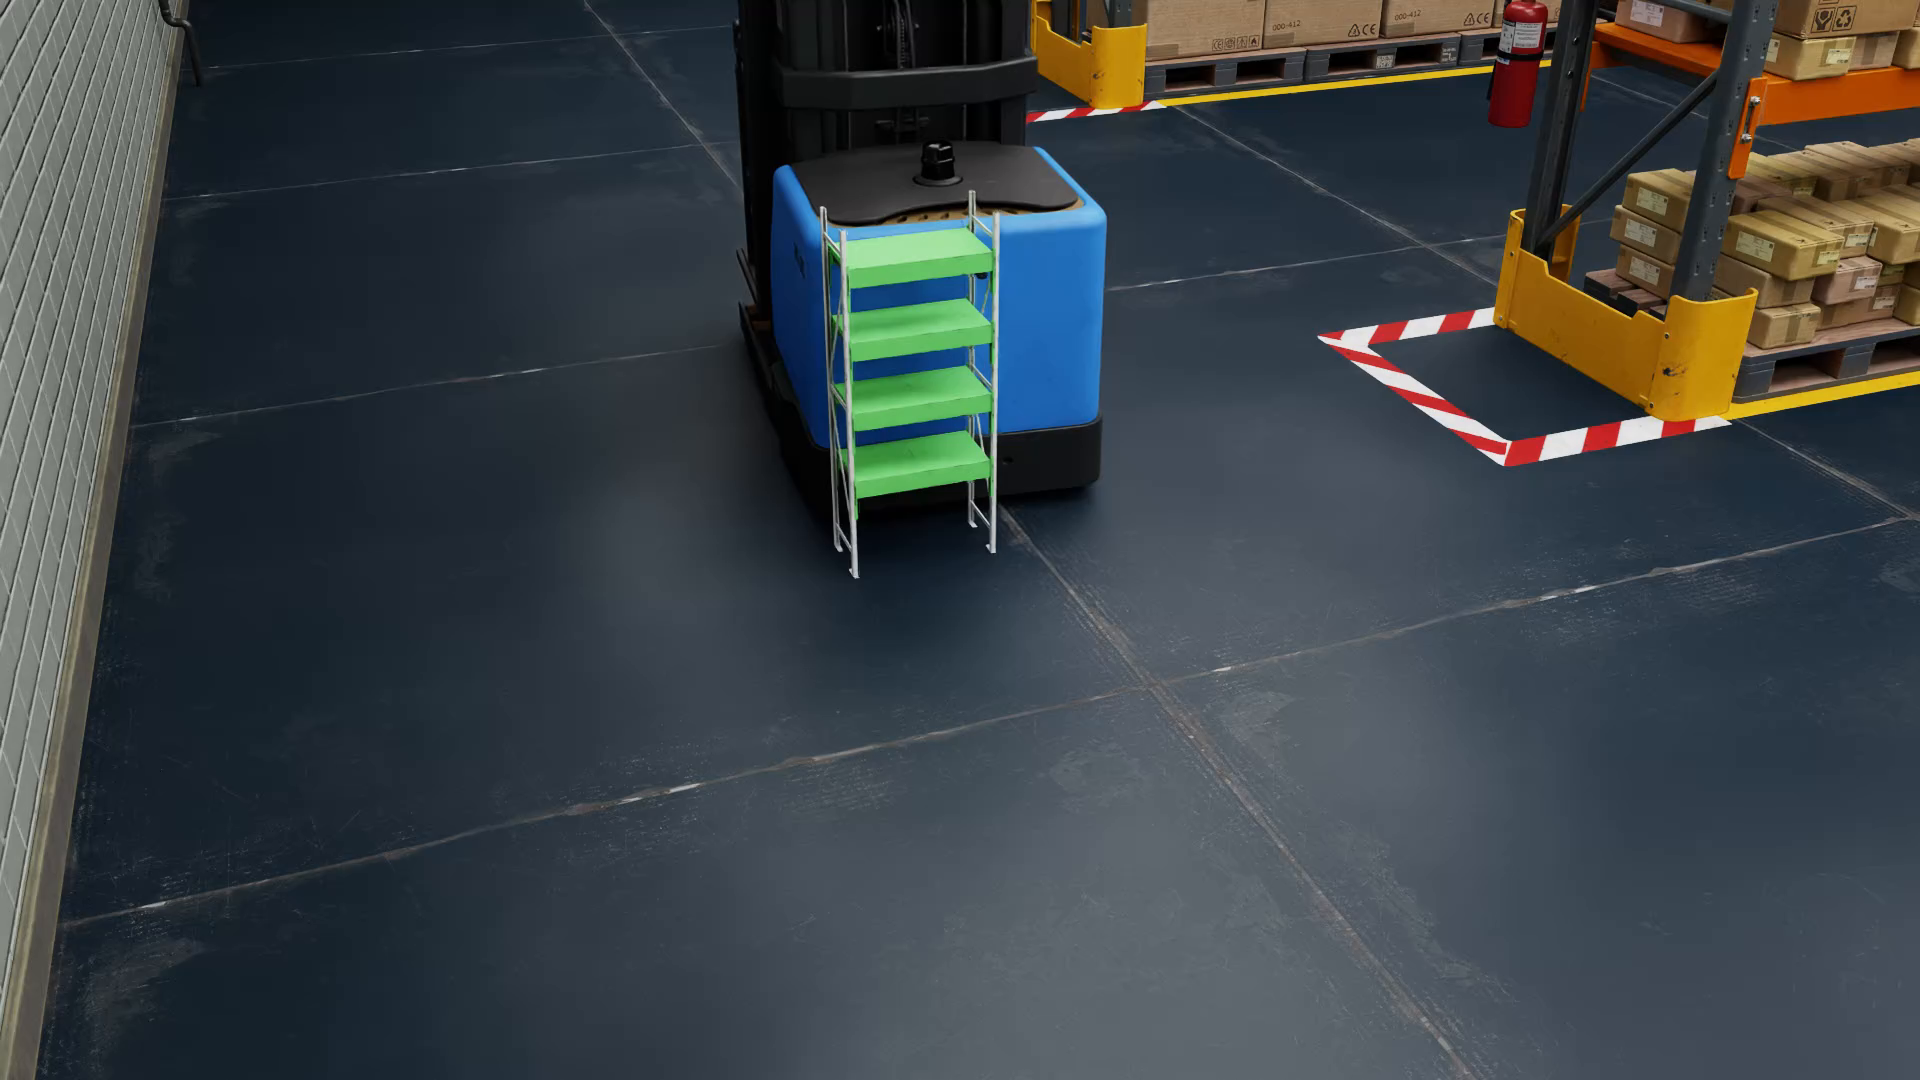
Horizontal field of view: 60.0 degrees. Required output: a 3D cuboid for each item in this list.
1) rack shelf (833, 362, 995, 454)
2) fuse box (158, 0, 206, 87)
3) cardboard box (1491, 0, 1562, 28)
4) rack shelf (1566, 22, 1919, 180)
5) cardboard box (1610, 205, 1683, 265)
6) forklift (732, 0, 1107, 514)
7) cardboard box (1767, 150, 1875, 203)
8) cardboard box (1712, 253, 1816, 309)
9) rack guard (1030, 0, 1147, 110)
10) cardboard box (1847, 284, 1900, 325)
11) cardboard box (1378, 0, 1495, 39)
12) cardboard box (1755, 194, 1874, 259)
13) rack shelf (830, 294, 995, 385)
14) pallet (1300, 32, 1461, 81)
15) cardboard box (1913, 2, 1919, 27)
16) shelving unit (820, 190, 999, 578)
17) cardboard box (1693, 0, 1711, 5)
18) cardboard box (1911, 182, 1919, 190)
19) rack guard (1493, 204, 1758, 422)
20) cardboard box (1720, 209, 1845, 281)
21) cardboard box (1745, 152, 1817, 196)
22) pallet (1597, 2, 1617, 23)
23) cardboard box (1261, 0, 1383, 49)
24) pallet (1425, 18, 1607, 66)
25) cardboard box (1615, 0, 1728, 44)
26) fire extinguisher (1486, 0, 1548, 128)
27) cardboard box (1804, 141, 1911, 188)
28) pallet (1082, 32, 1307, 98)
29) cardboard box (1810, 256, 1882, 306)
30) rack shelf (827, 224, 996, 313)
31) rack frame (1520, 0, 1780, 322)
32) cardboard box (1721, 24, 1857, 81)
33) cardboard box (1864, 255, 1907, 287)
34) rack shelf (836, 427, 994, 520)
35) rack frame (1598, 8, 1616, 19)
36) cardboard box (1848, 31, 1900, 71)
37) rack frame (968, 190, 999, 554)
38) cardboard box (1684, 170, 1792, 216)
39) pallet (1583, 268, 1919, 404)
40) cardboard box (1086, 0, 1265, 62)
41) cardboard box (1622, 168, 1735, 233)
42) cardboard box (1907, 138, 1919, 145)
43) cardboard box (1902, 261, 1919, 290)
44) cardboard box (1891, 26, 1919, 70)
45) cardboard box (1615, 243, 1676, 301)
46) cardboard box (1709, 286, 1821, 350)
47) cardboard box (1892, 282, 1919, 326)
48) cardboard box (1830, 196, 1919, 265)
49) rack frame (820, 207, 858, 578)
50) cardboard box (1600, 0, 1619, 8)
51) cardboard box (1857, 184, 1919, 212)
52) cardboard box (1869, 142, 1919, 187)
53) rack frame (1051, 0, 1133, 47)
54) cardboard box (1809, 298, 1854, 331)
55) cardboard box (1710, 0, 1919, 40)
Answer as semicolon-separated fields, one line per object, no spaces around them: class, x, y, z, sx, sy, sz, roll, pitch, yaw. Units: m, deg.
rack shelf;-0.156;-0.435;5.431;0.480;0.148;0.258;-10;31;-17
fuse box;-5.025;-3.781;10.658;0.414;1.711;0.539;-10;31;-18
cardboard box;3.971;-4.026;11.951;0.875;0.438;0.875;-11;31;-18
rack shelf;4.543;-2.079;7.095;4.000;0.370;1.077;-10;31;-18
cardboard box;3.064;-1.342;7.231;0.250;0.149;0.380;-11;32;-19
forklift;-0.341;-2.080;6.440;1.130;2.935;3.031;-7;30;-12
cardboard box;3.795;-1.593;7.370;0.250;0.149;0.380;-12;32;-20
cardboard box;3.249;-1.090;6.789;0.250;0.149;0.380;-9;31;-16
rack guard;0.825;-3.235;10.923;0.348;0.500;1.175;-10;31;-18
cardboard box;3.718;-1.061;7.038;0.250;0.149;0.380;-10;31;-17
cardboard box;3.132;-3.871;11.679;0.875;0.438;0.875;-11;32;-19
cardboard box;3.495;-1.284;6.829;0.250;0.149;0.380;-10;31;-17
rack shelf;-0.156;-0.644;5.312;0.480;0.148;0.258;-10;31;-17
pallet;2.711;-3.496;11.674;1.213;0.211;1.003;-10;31;-18
cardboard box;3.678;-2.272;6.306;0.500;0.500;0.500;-10;31;-18
shelving unit;-0.156;-0.491;5.399;0.503;1.200;0.258;-10;31;-17
cardboard box;3.000;-2.416;6.558;0.500;0.500;0.500;-10;31;-17
cardboard box;4.242;-1.393;7.020;0.250;0.149;0.380;-9;31;-16
rack guard;2.740;-0.973;6.953;0.348;0.500;1.175;-10;31;-18
cardboard box;3.278;-1.181;6.647;0.250;0.149;0.380;-12;32;-20
cardboard box;3.530;-1.578;7.343;0.250;0.149;0.380;-11;32;-19
pallet;5.294;-3.972;12.509;1.213;0.211;1.003;-10;31;-18
cardboard box;2.286;-3.716;11.407;0.875;0.438;0.875;-10;31;-16
pallet;3.857;-3.709;12.047;1.213;0.211;1.003;-10;31;-18
cardboard box;2.876;-2.124;6.702;0.250;0.149;0.380;-10;31;-18
fire extinguisher;2.272;-2.021;6.722;0.183;0.674;0.296;-10;31;-18
cardboard box;4.027;-1.665;7.497;0.250;0.149;0.380;-9;31;-16
pallet;1.570;-3.288;11.308;1.213;0.211;1.003;-10;31;-18
cardboard box;3.525;-1.111;6.826;0.250;0.149;0.380;-11;31;-18
rack shelf;-0.156;-0.852;5.193;0.480;0.148;0.258;-10;31;-17
rack frame;2.669;-2.046;6.311;0.127;3.000;1.000;-10;31;-18
cardboard box;3.086;-1.841;6.204;0.250;0.149;0.380;-11;31;-18
cardboard box;3.724;-1.195;6.972;0.250;0.149;0.380;-10;31;-17
rack shelf;-0.156;-0.227;5.549;0.480;0.148;0.258;-10;31;-17
rack frame;4.597;-5.016;11.523;0.127;3.000;1.000;-10;31;-18
cardboard box;3.311;-1.904;6.315;0.250;0.149;0.380;-9;31;-16
rack frame;0.074;-0.531;5.470;0.015;1.200;0.240;-10;31;-17
cardboard box;3.332;-1.474;7.162;0.250;0.149;0.380;-10;31;-17
pallet;3.514;-0.971;7.242;1.213;0.211;1.003;-10;31;-18
cardboard box;1.431;-3.555;11.123;0.875;0.438;0.875;-12;32;-19
cardboard box;3.076;-1.457;7.132;0.250;0.149;0.380;-10;31;-17
cardboard box;4.549;-1.717;7.589;0.250;0.149;0.380;-10;31;-17
cardboard box;4.002;-1.189;6.961;0.250;0.149;0.380;-9;31;-16
cardboard box;3.581;-1.925;6.353;0.250;0.149;0.380;-11;32;-19
cardboard box;3.089;-1.177;7.242;0.250;0.149;0.380;-10;31;-17
cardboard box;3.271;-0.932;6.811;0.250;0.149;0.380;-10;31;-17
cardboard box;3.996;-1.054;7.026;0.250;0.149;0.380;-10;31;-17
cardboard box;3.775;-1.268;6.801;0.250;0.149;0.380;-11;31;-18
rack frame;-0.386;-0.450;5.328;0.015;1.200;0.240;-10;31;-17
cardboard box;5.150;-4.419;12.198;0.875;0.875;0.875;-9;31;-16
cardboard box;3.979;-1.350;6.944;0.250;0.149;0.380;-12;32;-20
cardboard box;4.313;-1.659;7.487;0.250;0.149;0.380;-11;32;-19
rack frame;0.848;-4.325;10.311;0.127;3.000;1.000;-10;31;-18
cardboard box;3.488;-1.015;6.957;0.250;0.149;0.380;-11;31;-18
cardboard box;3.186;-2.168;6.124;0.500;0.500;0.500;-9;31;-15
